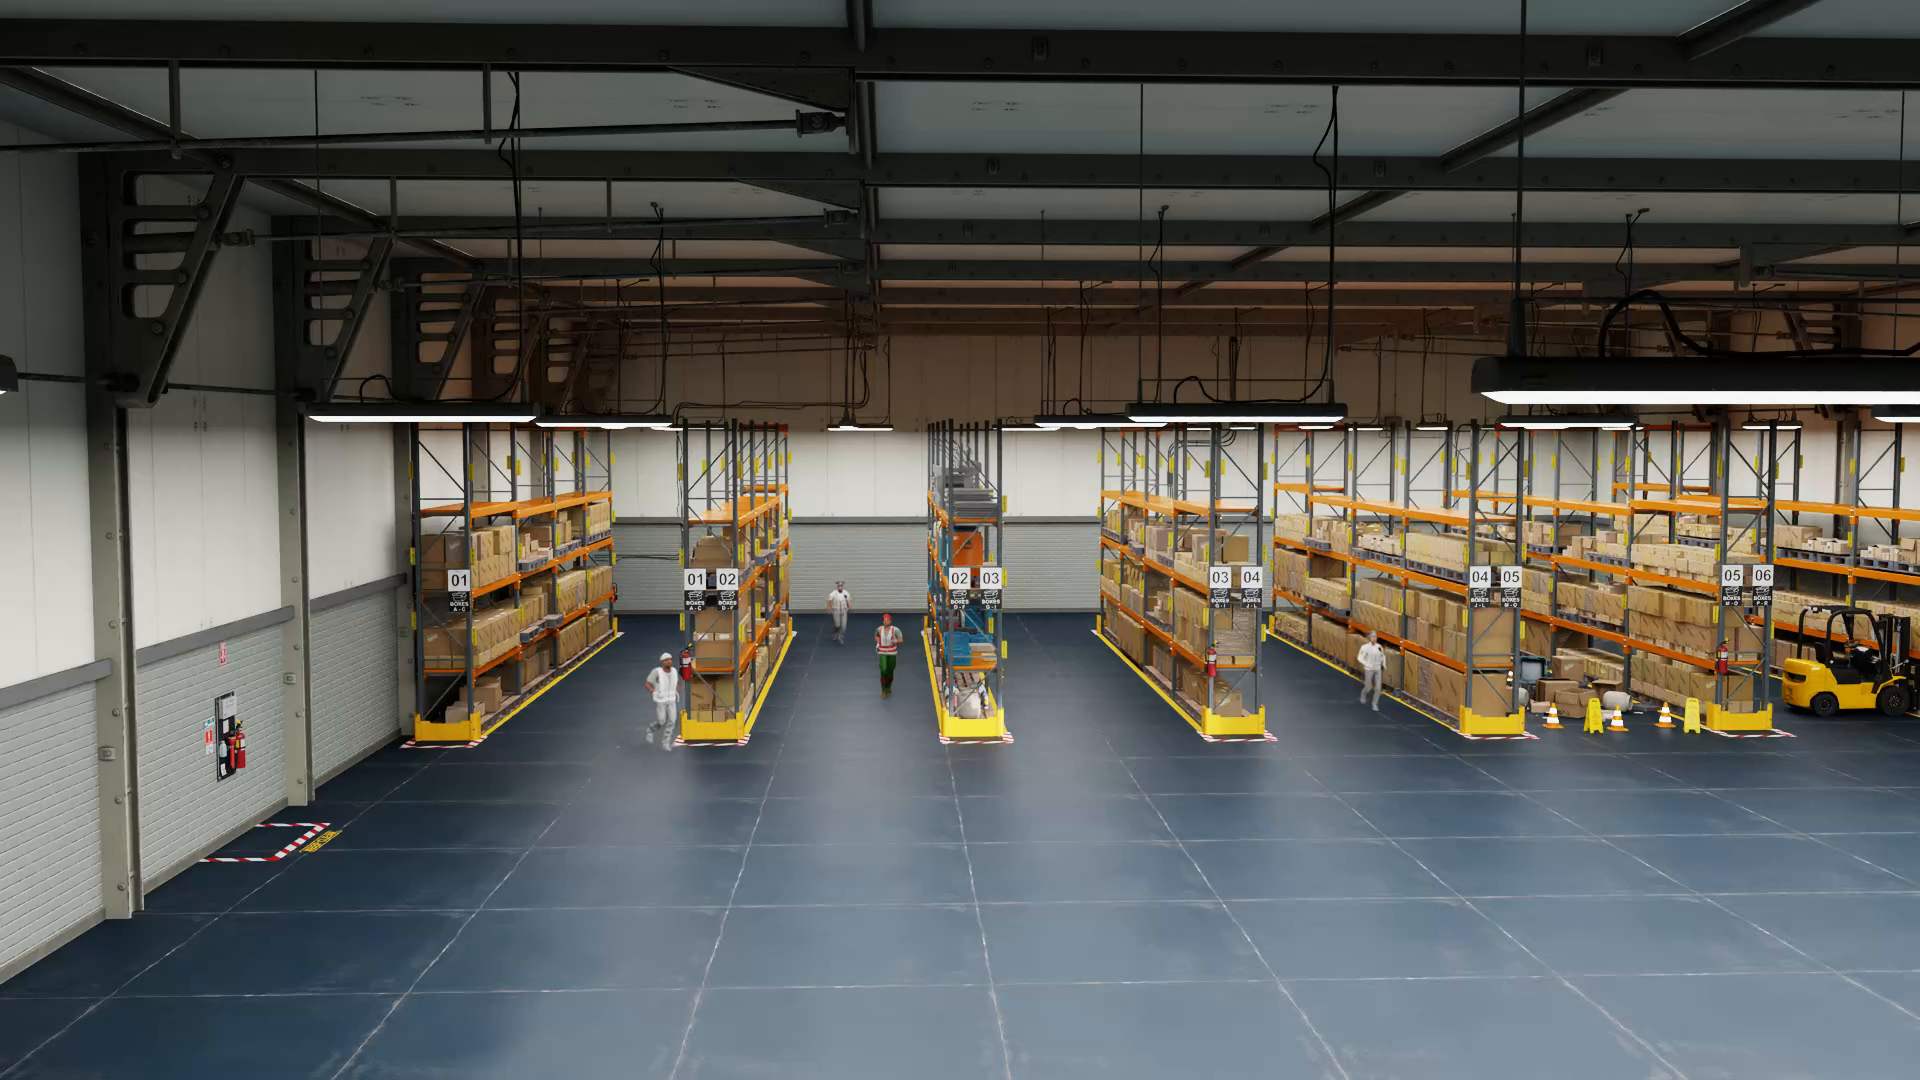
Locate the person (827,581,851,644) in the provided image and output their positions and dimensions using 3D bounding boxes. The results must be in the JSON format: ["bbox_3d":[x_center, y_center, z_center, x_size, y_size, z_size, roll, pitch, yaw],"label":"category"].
[{"bbox_3d":[-3.268,1.968,45.286,0.655,1.725,0.633,-1,4,-15],"label":"person"}]

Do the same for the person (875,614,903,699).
[{"bbox_3d":[-1.547,2.522,36.194,0.618,1.851,0.798,0,4,0],"label":"person"}]

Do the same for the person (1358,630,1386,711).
[{"bbox_3d":[8.556,2.693,34.478,0.621,1.639,0.674,0,4,-6],"label":"person"}]

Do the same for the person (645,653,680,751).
[{"bbox_3d":[-5.389,2.931,30.231,0.688,1.767,0.665,-3,5,-39],"label":"person"}]
